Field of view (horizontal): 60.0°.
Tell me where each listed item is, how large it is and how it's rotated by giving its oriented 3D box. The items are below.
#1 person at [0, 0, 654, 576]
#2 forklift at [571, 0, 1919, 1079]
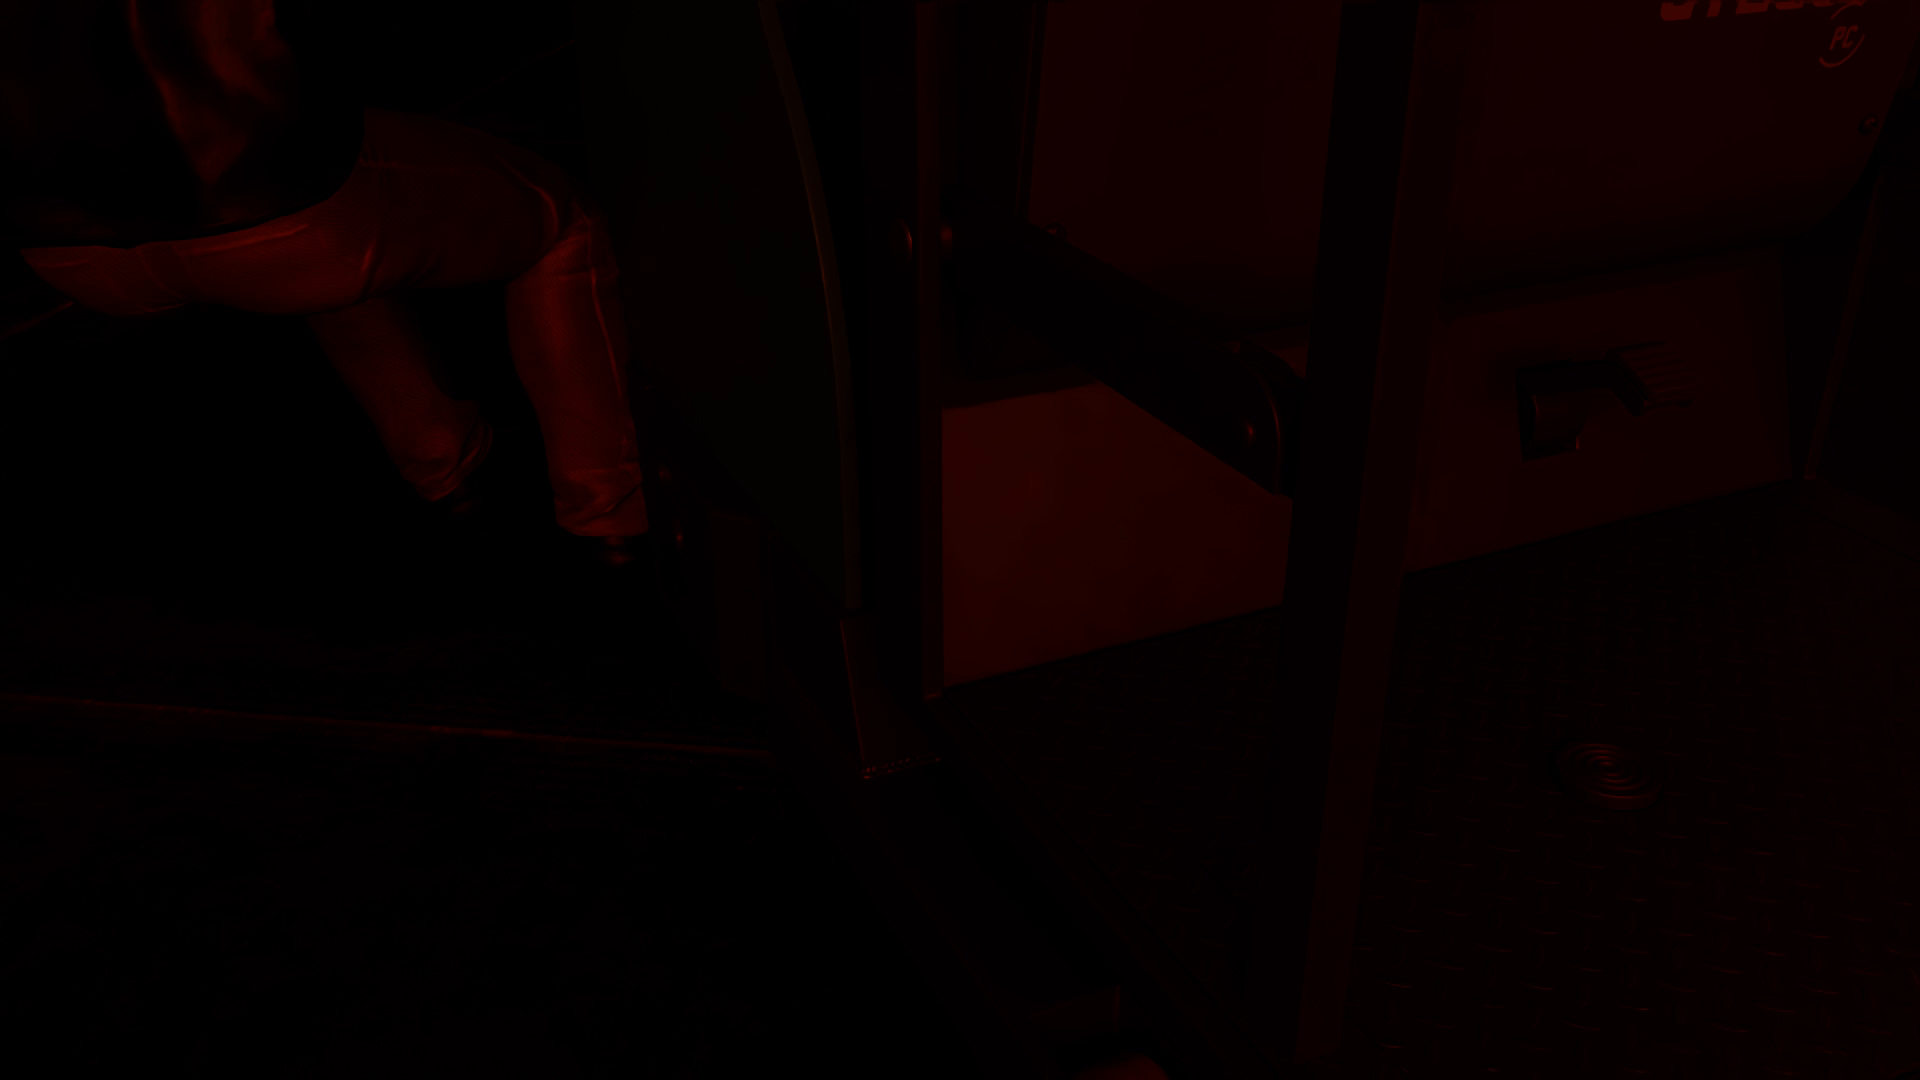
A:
[{"bbox_3d":[-0.990,-0.557,2.105,1.278,1.406,0.839,3,27,6],"label":"person"},{"bbox_3d":[0.543,-0.876,0.973,1.130,2.935,3.031,-12,29,-23],"label":"forklift"}]
